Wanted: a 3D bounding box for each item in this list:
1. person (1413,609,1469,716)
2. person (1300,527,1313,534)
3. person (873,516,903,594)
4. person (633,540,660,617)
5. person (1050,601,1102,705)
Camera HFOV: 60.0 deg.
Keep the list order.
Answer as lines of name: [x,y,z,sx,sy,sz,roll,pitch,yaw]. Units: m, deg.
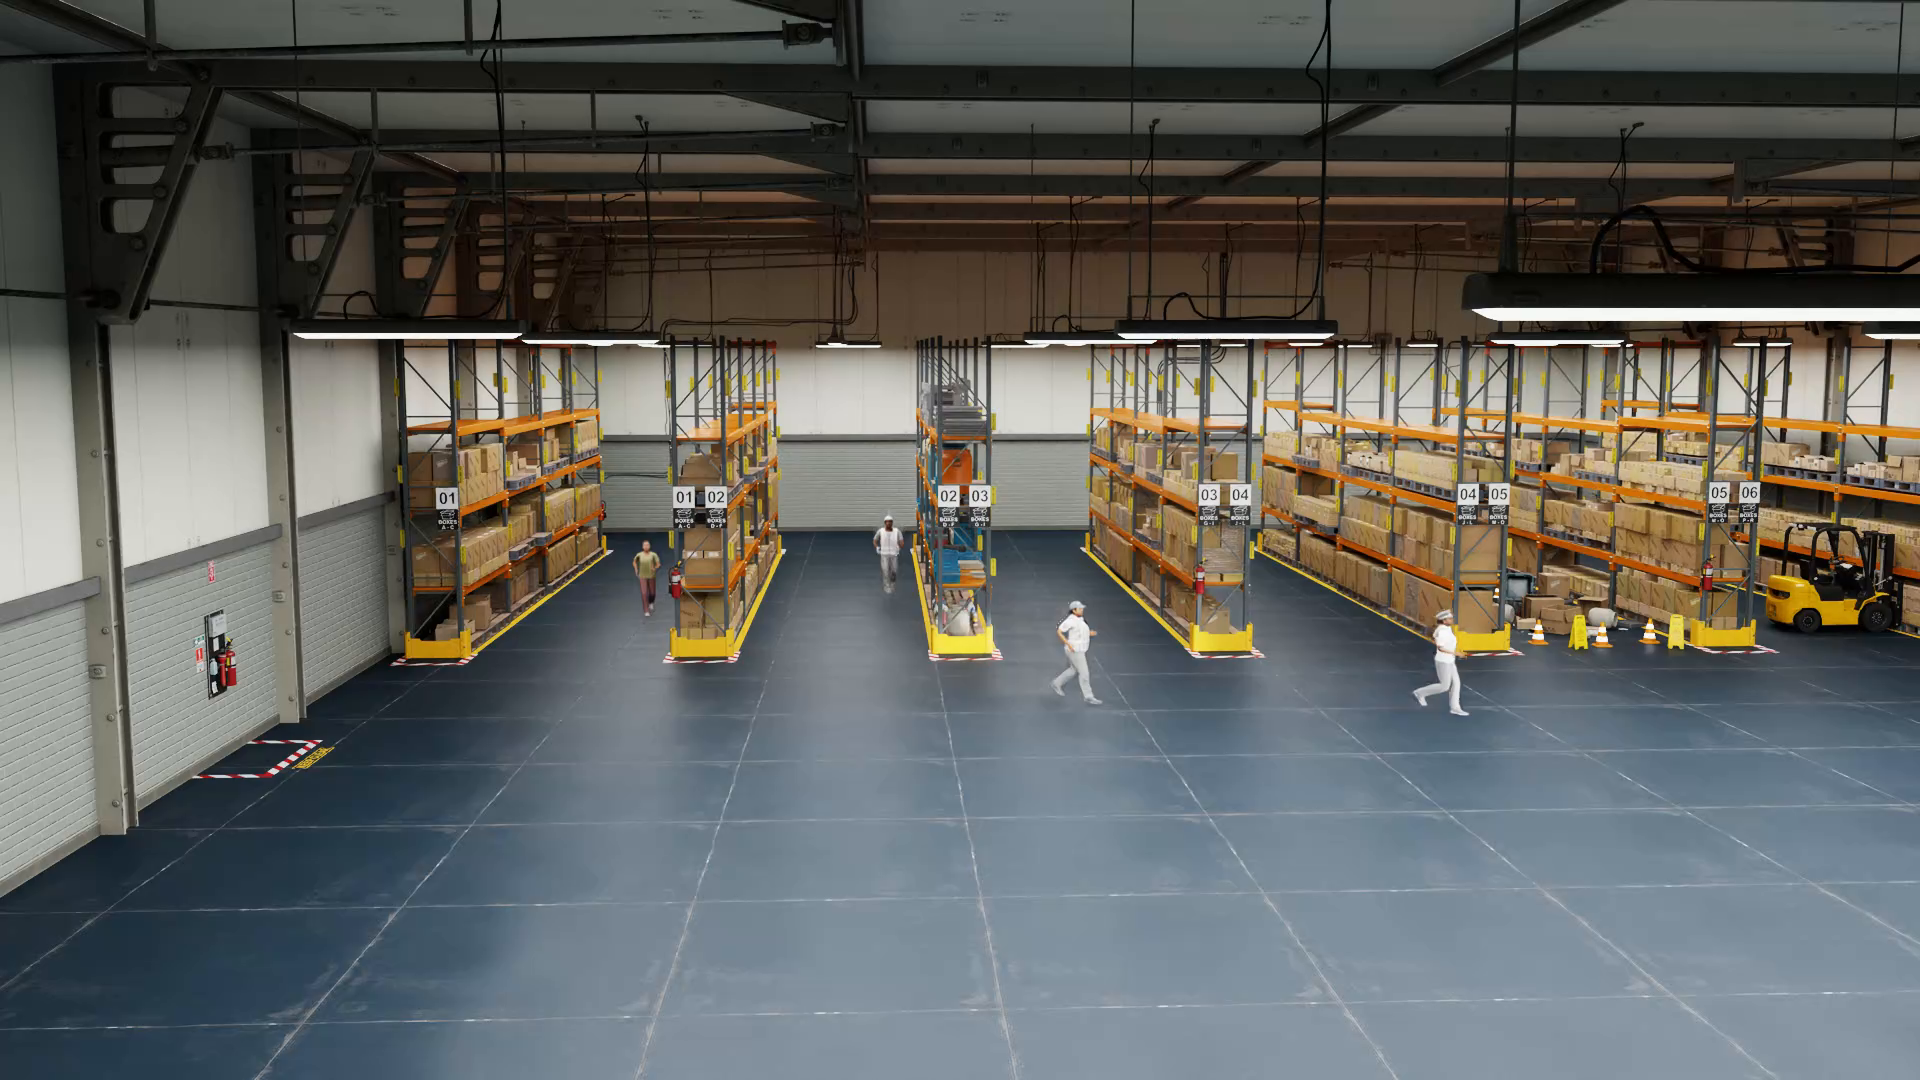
person: [7.608,1.923,26.202,0.851,1.687,0.579,3,7,22]
person: [10.231,-0.673,48.878,0.679,1.741,0.553,-3,7,-26]
person: [-1.601,0.333,37.298,0.685,1.748,0.602,-1,7,-7]
person: [-6.799,0.814,36.084,0.589,1.635,0.802,-1,7,-11]
person: [1.905,1.811,27.058,0.904,1.653,0.574,3,7,21]
